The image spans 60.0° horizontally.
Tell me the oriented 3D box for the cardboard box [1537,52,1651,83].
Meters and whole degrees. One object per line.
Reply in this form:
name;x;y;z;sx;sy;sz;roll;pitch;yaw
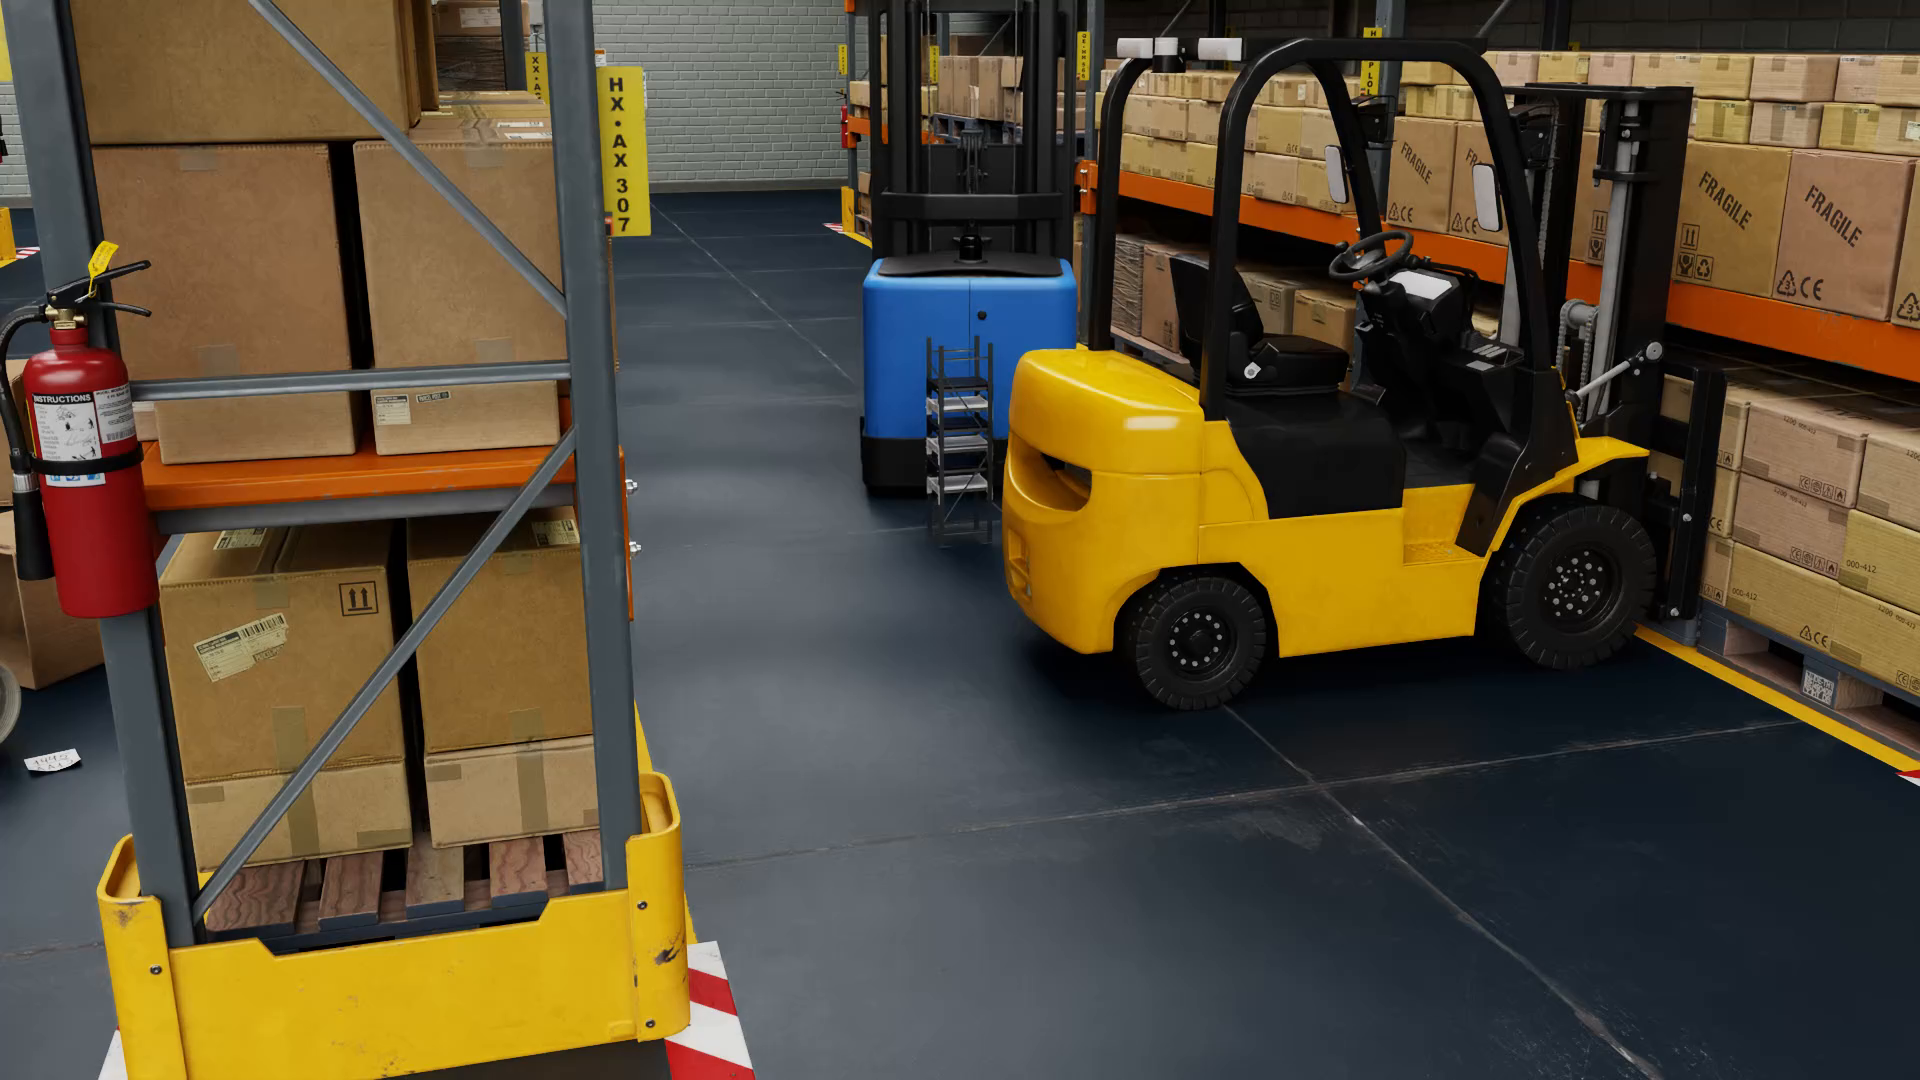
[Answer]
cardboard box;2.593;-1.910;6.779;0.380;0.149;0.250;-5;17;-16

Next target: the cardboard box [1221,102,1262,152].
cardboard box;1.820;-2.372;9.525;0.500;0.250;0.500;-4;17;-14

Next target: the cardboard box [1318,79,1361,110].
cardboard box;2.088;-2.310;8.628;0.380;0.149;0.250;-5;17;-16

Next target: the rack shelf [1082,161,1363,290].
rack shelf;1.934;-2.014;10.192;1.077;0.370;4.000;-5;17;-15

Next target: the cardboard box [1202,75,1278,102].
cardboard box;1.649;-2.659;9.788;0.380;0.149;0.250;-5;17;-17

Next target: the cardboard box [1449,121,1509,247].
cardboard box;2.514;-1.567;7.280;0.500;0.500;0.500;-4;17;-14

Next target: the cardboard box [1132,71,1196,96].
cardboard box;1.359;-3.016;10.976;0.380;0.149;0.250;-4;17;-14

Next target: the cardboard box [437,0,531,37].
cardboard box;-2.077;-2.272;7.252;0.380;0.149;0.250;-5;17;-15

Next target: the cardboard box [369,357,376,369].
cardboard box;-1.166;-0.364;3.886;0.380;0.149;0.250;-4;17;-14

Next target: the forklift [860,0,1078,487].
forklift;0.072;-2.027;9.105;1.130;2.935;3.031;0;17;1

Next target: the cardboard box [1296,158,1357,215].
cardboard box;2.094;-1.852;8.663;0.500;0.250;0.500;-4;17;-14

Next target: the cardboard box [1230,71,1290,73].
cardboard box;1.995;-2.994;10.902;0.380;0.149;0.250;-5;17;-16

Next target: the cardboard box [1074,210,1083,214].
cardboard box;0.870;-2.492;13.021;0.380;0.149;0.250;-5;18;-17

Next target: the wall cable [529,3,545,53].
wall cable;-5.797;-6.891;23.411;0.588;1.984;0.122;-5;17;-15

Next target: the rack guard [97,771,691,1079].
rack guard;-1.209;0.871;3.683;1.175;0.500;0.348;-5;17;-15

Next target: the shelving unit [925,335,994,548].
shelving unit;-0.002;-0.433;7.330;0.258;0.900;0.210;-5;17;-15

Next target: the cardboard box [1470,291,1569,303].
cardboard box;2.805;-1.047;8.036;0.500;0.250;0.500;-4;17;-14

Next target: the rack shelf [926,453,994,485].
rack shelf;-0.002;-0.315;7.366;0.258;0.077;0.200;-5;17;-15

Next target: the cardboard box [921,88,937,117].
cardboard box;-0.089;-4.210;15.997;0.500;0.250;0.500;-4;17;-14

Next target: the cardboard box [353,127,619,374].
cardboard box;-1.052;-0.648;3.705;0.500;0.500;0.500;-5;17;-16

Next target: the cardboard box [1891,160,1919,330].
cardboard box;3.195;-0.862;4.933;0.500;0.500;0.500;-5;17;-16

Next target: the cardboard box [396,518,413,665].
cardboard box;-1.806;0.107;4.629;0.500;0.500;0.500;-4;17;-13

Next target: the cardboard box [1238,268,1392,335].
cardboard box;2.124;-1.227;9.722;0.875;0.625;0.625;-5;17;-16

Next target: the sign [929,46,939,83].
sign;-0.234;-4.387;15.339;0.100;0.325;0.005;-5;17;-15

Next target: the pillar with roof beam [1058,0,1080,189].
pillar with roof beam;-3.179;-6.814;14.496;9.100;9.000;0.400;-5;17;-15

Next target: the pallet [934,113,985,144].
pallet;0.400;-3.696;14.877;1.003;0.211;1.213;-5;17;-15

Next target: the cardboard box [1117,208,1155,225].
cardboard box;1.348;-2.533;13.158;0.380;0.149;0.250;-4;17;-15

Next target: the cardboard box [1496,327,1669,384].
cardboard box;2.594;-0.730;6.981;0.500;0.250;0.500;-4;17;-13

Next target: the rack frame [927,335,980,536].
rack frame;-0.030;-0.461;7.424;0.240;0.900;0.006;-5;17;-15

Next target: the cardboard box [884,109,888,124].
cardboard box;-0.589;-4.460;17.522;0.380;0.149;0.250;-4;17;-14

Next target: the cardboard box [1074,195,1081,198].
cardboard box;1.060;-2.899;14.376;0.380;0.149;0.250;-4;17;-14

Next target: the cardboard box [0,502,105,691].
cardboard box;-3.302;0.188;5.951;0.500;0.500;0.500;7;18;23

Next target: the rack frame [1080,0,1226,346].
rack frame;1.384;-2.911;11.930;1.000;3.000;0.127;-5;17;-15

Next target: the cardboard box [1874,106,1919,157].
cardboard box;3.107;-1.276;5.184;0.380;0.149;0.250;-4;17;-14

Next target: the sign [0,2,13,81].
sign;-1.728;-0.973;2.914;0.100;0.325;0.005;-5;17;-15

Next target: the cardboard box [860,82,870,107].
cardboard box;-0.810;-4.909;18.323;0.500;0.250;0.500;-5;17;-15

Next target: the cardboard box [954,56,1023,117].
cardboard box;0.345;-3.972;14.557;0.700;0.500;0.500;-5;17;-15

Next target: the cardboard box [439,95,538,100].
cardboard box;-1.779;-1.357;6.064;0.500;0.500;0.500;-4;17;-13

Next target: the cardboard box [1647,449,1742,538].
cardboard box;2.859;-0.213;6.127;0.500;0.250;0.500;-5;17;-17

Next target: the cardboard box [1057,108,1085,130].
cardboard box;0.835;-3.144;12.410;0.380;0.149;0.250;-4;17;-14

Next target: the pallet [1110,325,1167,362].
pallet;1.573;-1.345;11.563;1.003;0.211;1.213;-5;17;-15

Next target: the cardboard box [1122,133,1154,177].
cardboard box;1.405;-2.558;11.014;0.500;0.250;0.500;-5;17;-16

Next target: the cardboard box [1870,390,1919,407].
cardboard box;3.492;-0.347;5.706;0.500;0.250;0.500;-5;17;-15

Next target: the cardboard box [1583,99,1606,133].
cardboard box;2.642;-1.698;6.590;0.380;0.149;0.250;-5;18;-17

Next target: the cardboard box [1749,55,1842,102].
cardboard box;2.911;-1.556;5.599;0.380;0.149;0.250;-4;17;-14
